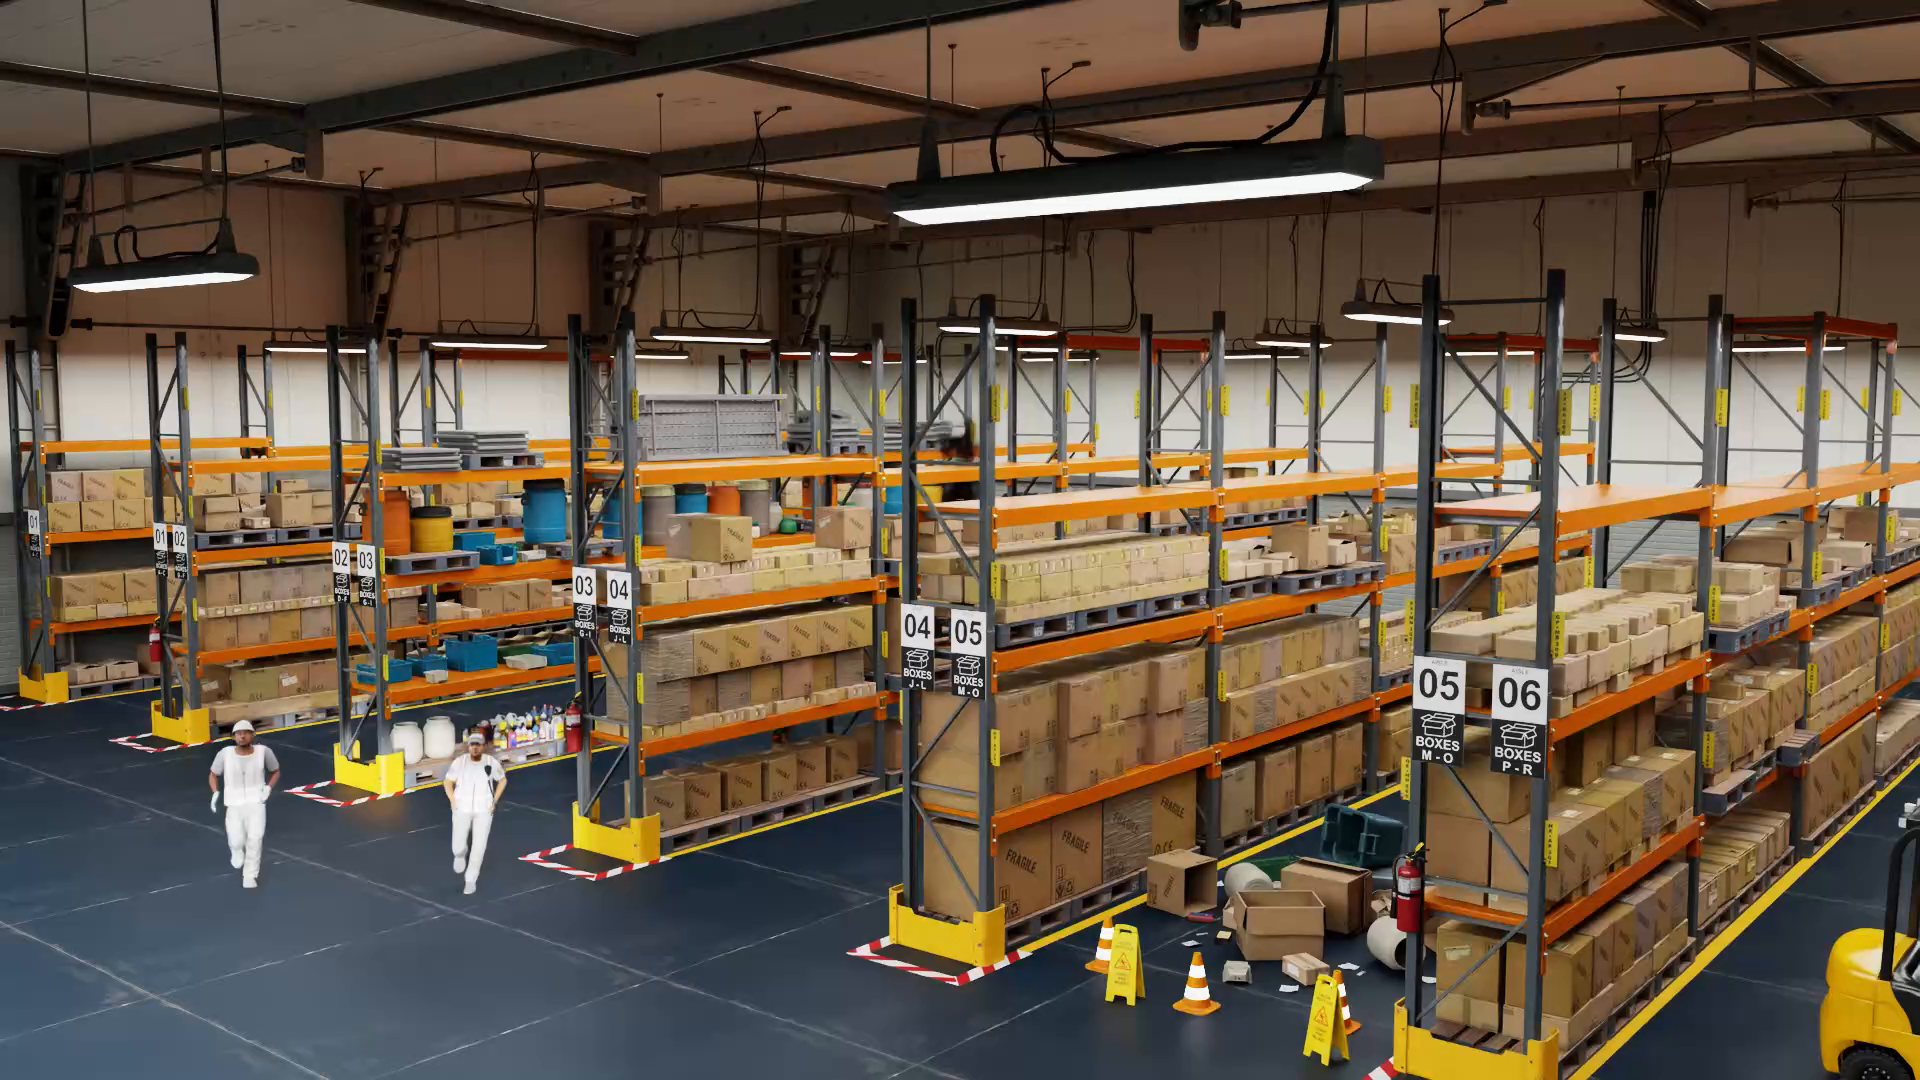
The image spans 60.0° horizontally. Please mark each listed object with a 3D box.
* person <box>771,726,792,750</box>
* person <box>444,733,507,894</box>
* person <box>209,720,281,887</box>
[{"bbox_3d":[-2.535,2.182,23.469,0.653,1.750,0.720,2,6,25],"label":"person"},{"bbox_3d":[-5.053,2.809,17.370,0.633,1.639,0.637,-1,5,-13],"label":"person"},{"bbox_3d":[-7.472,2.744,17.409,0.696,1.734,0.595,-2,6,-22],"label":"person"}]
